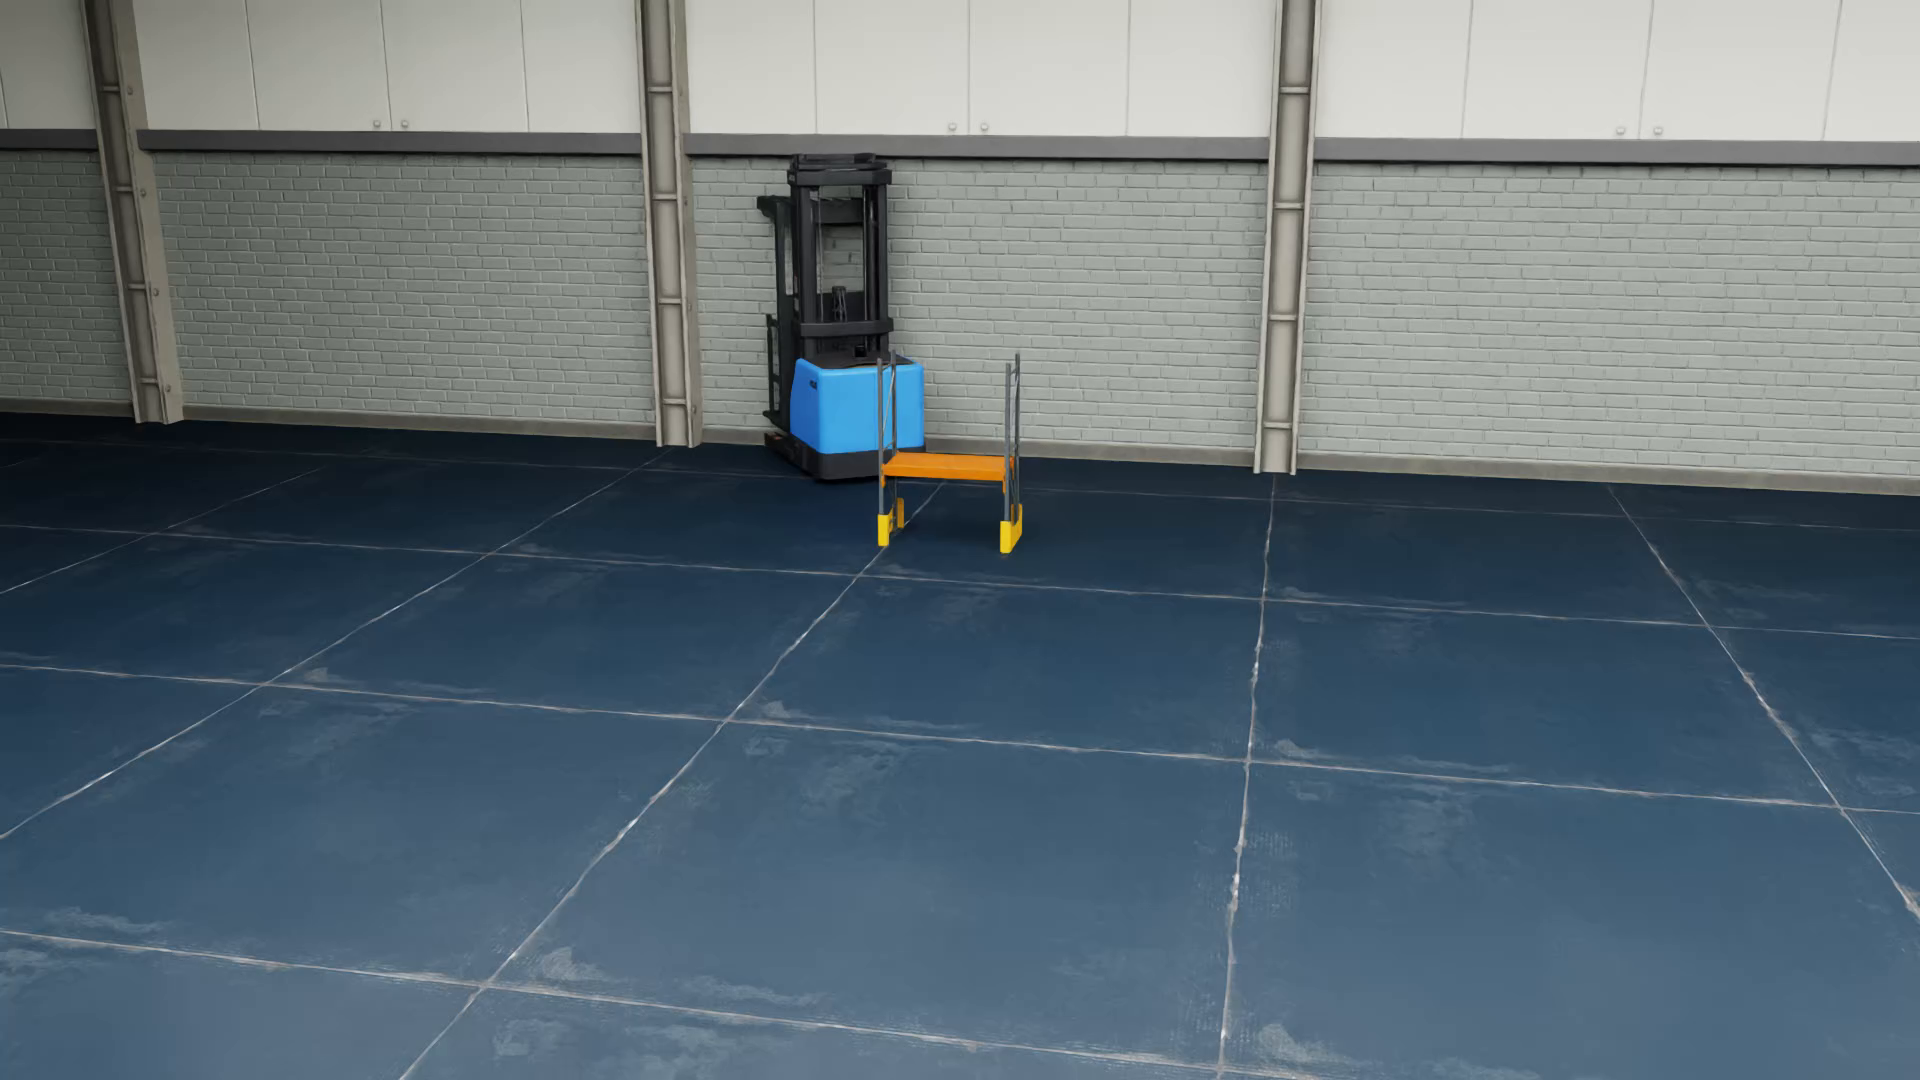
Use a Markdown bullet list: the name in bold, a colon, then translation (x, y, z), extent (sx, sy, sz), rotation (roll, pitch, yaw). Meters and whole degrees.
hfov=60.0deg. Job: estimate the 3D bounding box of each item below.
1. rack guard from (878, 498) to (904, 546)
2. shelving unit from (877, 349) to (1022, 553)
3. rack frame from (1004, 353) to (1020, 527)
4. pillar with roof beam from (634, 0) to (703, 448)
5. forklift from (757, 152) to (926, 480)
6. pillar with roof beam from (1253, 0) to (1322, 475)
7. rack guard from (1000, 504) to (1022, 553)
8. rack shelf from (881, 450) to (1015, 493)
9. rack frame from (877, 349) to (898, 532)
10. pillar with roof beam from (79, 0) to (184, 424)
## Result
- **rack guard**: translation (-0.563, -0.151, 13.569), extent (0.087, 0.250, 0.587), rotation (3, 16, 11)
- **shelving unit**: translation (-0.075, -0.727, 13.306), extent (1.083, 1.500, 0.587), rotation (3, 16, 11)
- **rack frame**: translation (0.415, -0.700, 13.211), extent (0.032, 1.500, 0.500), rotation (3, 16, 11)
- **pillar with roof beam**: translation (-3.727, -4.195, 11.779), extent (0.400, 9.000, 9.100), rotation (3, 16, 11)
- **forklift**: translation (-1.331, -2.314, 16.356), extent (1.130, 2.935, 3.031), rotation (-6, 17, -21)
- **pillar with roof beam**: translation (2.153, -3.876, 10.627), extent (0.400, 9.000, 9.100), rotation (3, 16, 11)
- **rack guard**: translation (0.413, -0.098, 13.378), extent (0.087, 0.250, 0.587), rotation (3, 16, 11)
- **rack shelf**: translation (-0.084, -0.554, 13.356), extent (1.000, 0.185, 0.538), rotation (3, 16, 11)
- **rack frame**: translation (-0.582, -0.754, 13.406), extent (0.032, 1.500, 0.500), rotation (3, 16, 11)
- **pillar with roof beam**: translation (-9.607, -4.514, 12.931), extent (0.400, 9.000, 9.100), rotation (3, 16, 11)
